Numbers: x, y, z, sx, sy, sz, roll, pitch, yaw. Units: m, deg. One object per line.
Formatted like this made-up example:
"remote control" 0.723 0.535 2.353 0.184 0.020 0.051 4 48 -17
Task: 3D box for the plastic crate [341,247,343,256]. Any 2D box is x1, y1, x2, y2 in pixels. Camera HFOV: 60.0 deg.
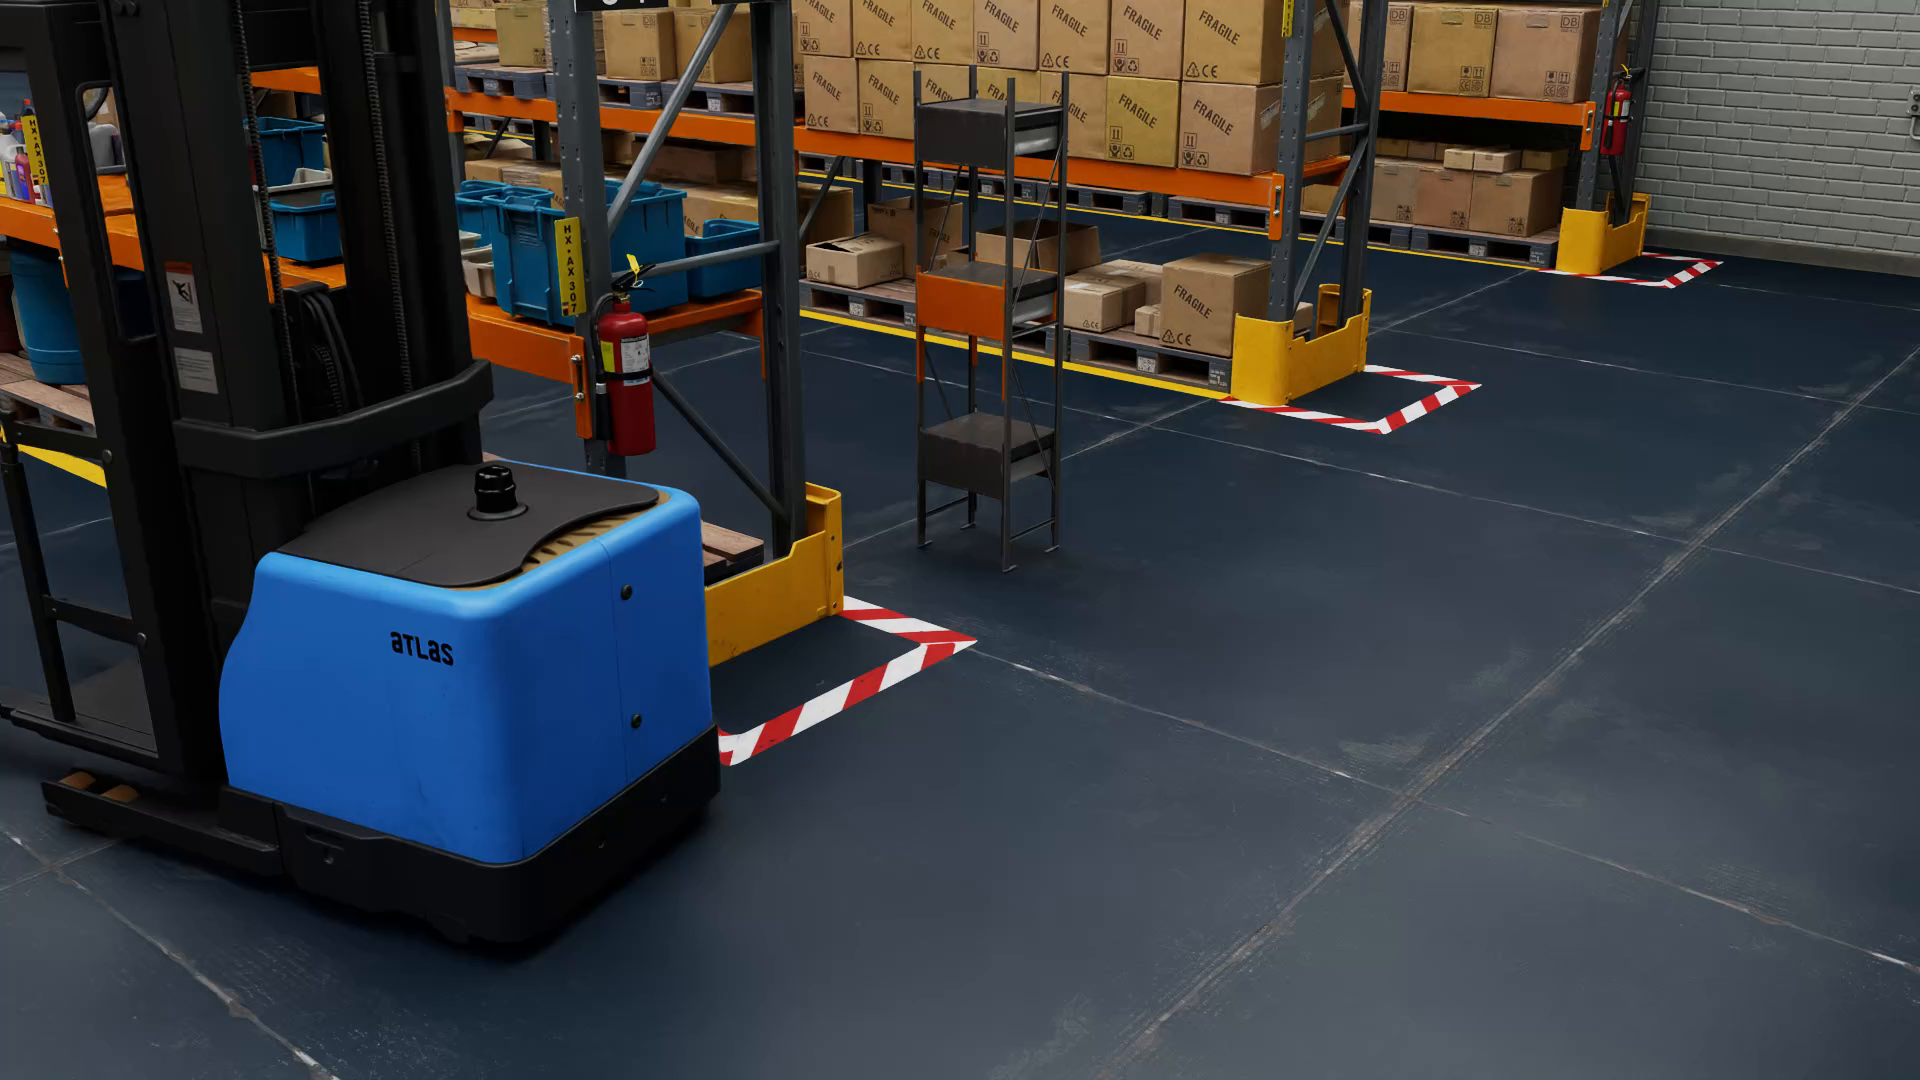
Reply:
"plastic crate" -2.419 -1.225 6.955 0.250 0.136 0.298 16 26 36

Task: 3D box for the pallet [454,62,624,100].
"pallet" -3.479 -3.919 14.082 1.003 0.211 1.213 16 26 36

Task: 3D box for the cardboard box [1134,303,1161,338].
"cardboard box" 1.316 -1.405 10.536 0.250 0.166 0.380 16 26 36

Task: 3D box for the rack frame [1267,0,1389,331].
"rack frame" 2.150 -2.356 9.665 0.127 3.000 1.000 16 26 36

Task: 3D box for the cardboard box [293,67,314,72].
"cardboard box" -6.154 -4.787 15.969 0.500 0.500 0.500 18 27 40

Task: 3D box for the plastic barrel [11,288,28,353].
"plastic barrel" -5.424 -1.362 9.960 0.421 0.512 0.421 0 21 0

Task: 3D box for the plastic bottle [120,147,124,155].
"plastic bottle" -4.709 -2.168 9.449 0.097 0.201 0.097 0 21 0

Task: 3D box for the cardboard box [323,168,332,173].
"cardboard box" -5.799 -3.443 15.848 0.500 0.250 0.500 17 26 37

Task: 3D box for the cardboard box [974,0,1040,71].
"cardboard box" 0.437 -3.236 10.441 0.500 0.500 0.500 17 27 38

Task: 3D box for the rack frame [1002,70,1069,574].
"rack frame" 0.317 -0.891 7.055 0.015 2.100 0.400 16 26 36

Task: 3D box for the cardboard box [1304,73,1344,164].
"cardboard box" 1.973 -2.574 10.101 0.500 0.500 0.500 17 26 37

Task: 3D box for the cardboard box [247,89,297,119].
"cardboard box" -7.308 -4.483 17.545 0.500 0.500 0.500 16 26 36

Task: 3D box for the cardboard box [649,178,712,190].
"cardboard box" -2.279 -2.541 13.075 0.500 0.500 0.500 16 26 37

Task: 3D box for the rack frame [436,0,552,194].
"rack frame" -4.048 -4.141 14.398 0.127 3.000 1.000 16 26 36

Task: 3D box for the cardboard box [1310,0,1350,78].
"cardboard box" 1.973 -3.042 9.925 0.500 0.500 0.500 17 27 38

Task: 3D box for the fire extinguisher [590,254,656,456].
"fire extinguisher" -1.156 -0.634 5.738 0.183 0.674 0.296 16 26 36

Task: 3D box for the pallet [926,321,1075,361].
"pallet" 0.532 -1.518 11.395 1.213 0.211 1.003 16 26 36

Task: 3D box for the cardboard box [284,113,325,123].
"cardboard box" -6.652 -4.194 17.045 0.500 0.311 0.500 16 26 36

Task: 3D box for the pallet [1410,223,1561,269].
"pallet" 4.610 -2.563 14.167 1.213 0.211 1.003 16 26 36

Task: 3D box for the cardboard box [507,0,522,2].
"cardboard box" -5.353 -6.925 20.901 0.500 0.500 0.500 15 25 35

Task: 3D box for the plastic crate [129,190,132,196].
"plastic crate" -3.814 -1.657 8.100 0.243 0.136 0.396 16 26 36

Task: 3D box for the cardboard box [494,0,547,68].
"cardboard box" -3.489 -4.275 14.016 0.500 0.500 0.700 7 22 18

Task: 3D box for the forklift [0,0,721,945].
"forklift" -2.324 -0.591 5.083 3.031 2.935 1.130 10 23 24

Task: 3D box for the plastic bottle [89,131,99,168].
"plastic bottle" -5.015 -2.210 9.453 0.135 0.276 0.152 16 26 36

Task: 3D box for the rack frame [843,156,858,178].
"rack frame" -0.919 -5.496 17.991 0.127 3.000 1.000 16 26 36

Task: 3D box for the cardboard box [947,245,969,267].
"cardboard box" 0.253 -1.980 11.853 0.500 0.311 0.500 16 26 36

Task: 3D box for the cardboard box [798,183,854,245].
"cardboard box" -1.170 -2.459 12.858 0.500 0.500 0.500 15 25 34

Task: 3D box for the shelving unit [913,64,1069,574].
"shelving unit" 0.128 -0.946 7.200 0.503 2.100 0.431 16 26 36

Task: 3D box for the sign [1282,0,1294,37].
"sign" 1.783 -2.899 9.015 0.005 0.325 0.100 16 26 36

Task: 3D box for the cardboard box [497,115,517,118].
"cardboard box" -5.659 -5.834 21.806 0.500 0.500 0.700 14 25 33

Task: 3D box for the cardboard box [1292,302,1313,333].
"cardboard box" 2.043 -1.416 10.588 0.250 0.149 0.380 16 26 36

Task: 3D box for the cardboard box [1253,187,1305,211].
"cardboard box" 3.082 -3.323 15.176 0.500 0.500 0.700 16 26 36

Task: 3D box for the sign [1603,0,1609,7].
"sign" 4.925 -4.219 12.627 0.005 0.325 0.100 16 26 36

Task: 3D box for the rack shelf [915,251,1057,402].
"rack shelf" 0.128 -0.933 7.205 0.480 0.518 0.431 16 26 36

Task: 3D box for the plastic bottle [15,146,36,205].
"plastic bottle" -4.802 -1.880 8.567 0.133 0.283 0.061 16 26 36

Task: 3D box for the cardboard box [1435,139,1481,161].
"cardboard box" 4.310 -3.366 14.371 0.250 0.149 0.380 16 26 37

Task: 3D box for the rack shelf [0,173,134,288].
"rack shelf" -5.634 -2.005 9.754 4.000 0.370 1.077 16 26 36

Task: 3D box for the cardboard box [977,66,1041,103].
"cardboard box" 0.453 -2.769 10.617 0.500 0.500 0.500 16 26 36

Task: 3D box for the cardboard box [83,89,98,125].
"cardboard box" -9.583 -4.895 18.637 0.500 0.500 0.500 16 26 36

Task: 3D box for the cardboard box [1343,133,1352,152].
"cardboard box" 3.517 -3.594 14.975 0.250 0.149 0.380 16 26 37

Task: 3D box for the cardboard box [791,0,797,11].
"cardboard box" -1.739 -5.968 18.478 0.500 0.500 0.700 13 24 31

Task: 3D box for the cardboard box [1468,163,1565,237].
"cardboard box" 4.673 -2.867 13.967 0.500 0.500 0.700 16 26 36

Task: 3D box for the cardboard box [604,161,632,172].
"cardboard box" -2.774 -2.917 14.072 0.500 0.500 0.500 15 25 34

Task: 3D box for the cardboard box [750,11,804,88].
"cardboard box" -1.175 -3.659 12.383 0.500 0.500 0.700 7 22 18

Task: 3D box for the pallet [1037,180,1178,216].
"pallet" 1.535 -3.450 16.519 1.213 0.211 1.003 16 26 36

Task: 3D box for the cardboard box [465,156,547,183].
"cardboard box" -3.876 -2.998 14.285 0.500 0.500 0.500 17 27 38

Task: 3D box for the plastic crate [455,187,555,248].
"plastic crate" -1.988 -1.392 7.260 0.300 0.233 0.416 16 26 36

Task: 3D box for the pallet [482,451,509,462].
"pallet" -2.540 -0.165 7.807 1.213 0.211 1.003 16 26 36
